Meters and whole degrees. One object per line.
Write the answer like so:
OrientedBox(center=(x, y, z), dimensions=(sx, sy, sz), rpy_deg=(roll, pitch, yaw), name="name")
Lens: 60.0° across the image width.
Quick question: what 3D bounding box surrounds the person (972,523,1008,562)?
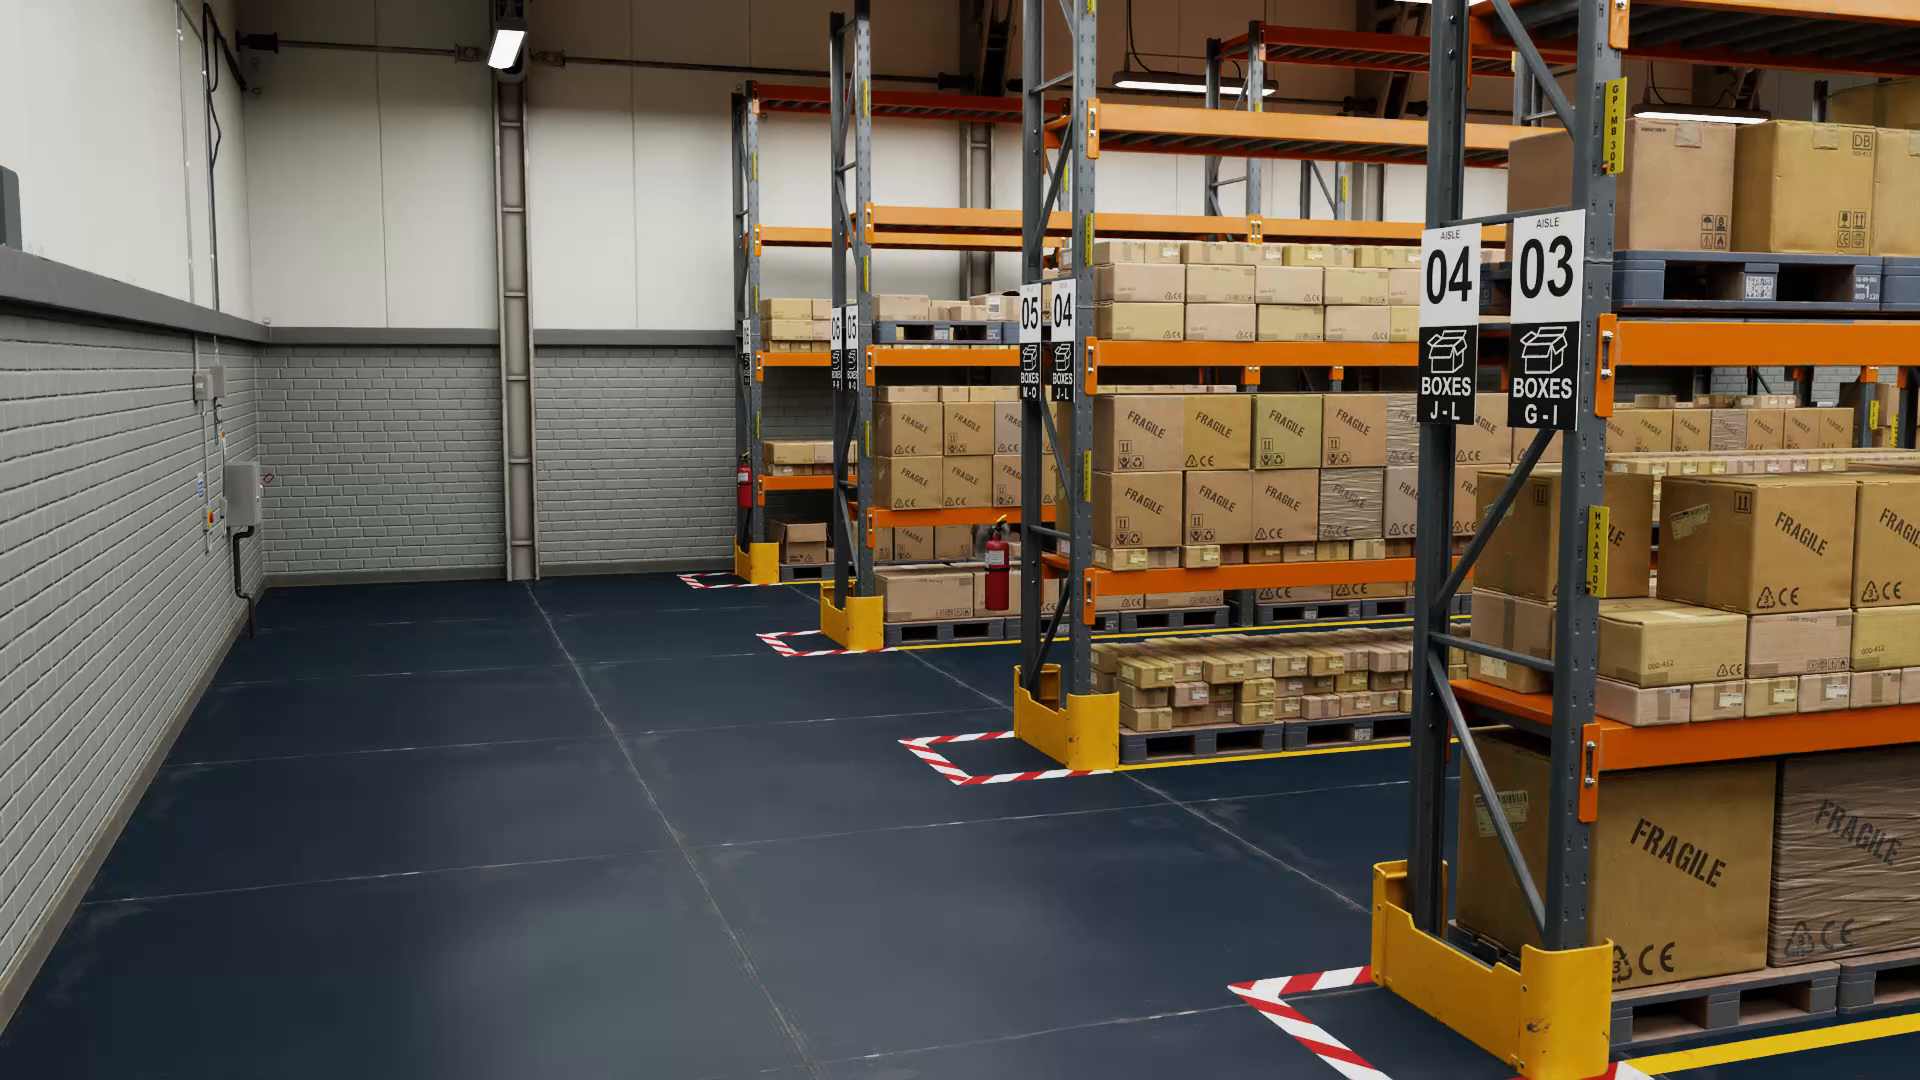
OrientedBox(center=(0.347, -0.139, 19.515), dimensions=(0.437, 1.511, 0.437), rpy_deg=(-2, 6, -17), name="person")
